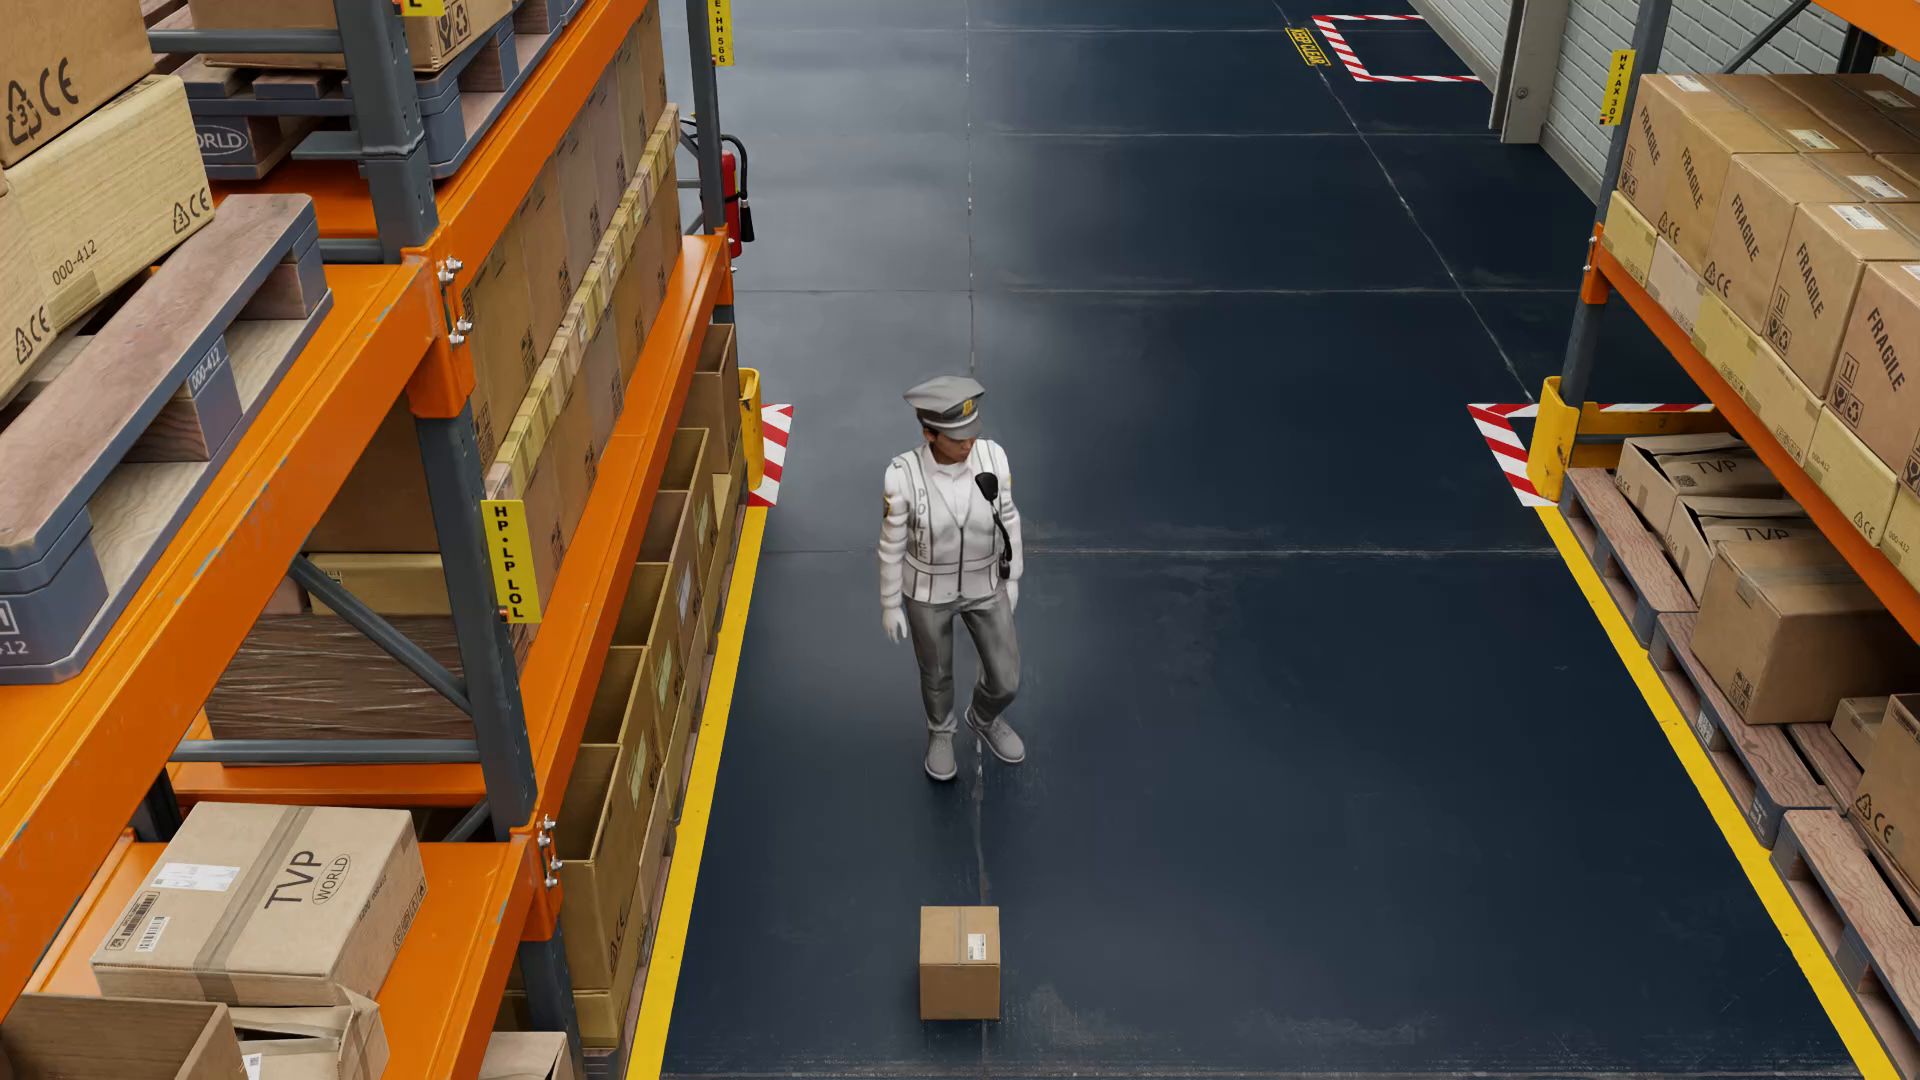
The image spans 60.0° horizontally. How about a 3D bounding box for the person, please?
[{"bbox_3d":[-0.016,0.161,5.836,0.553,1.655,0.418,-6,32,-10],"label":"person"}]
